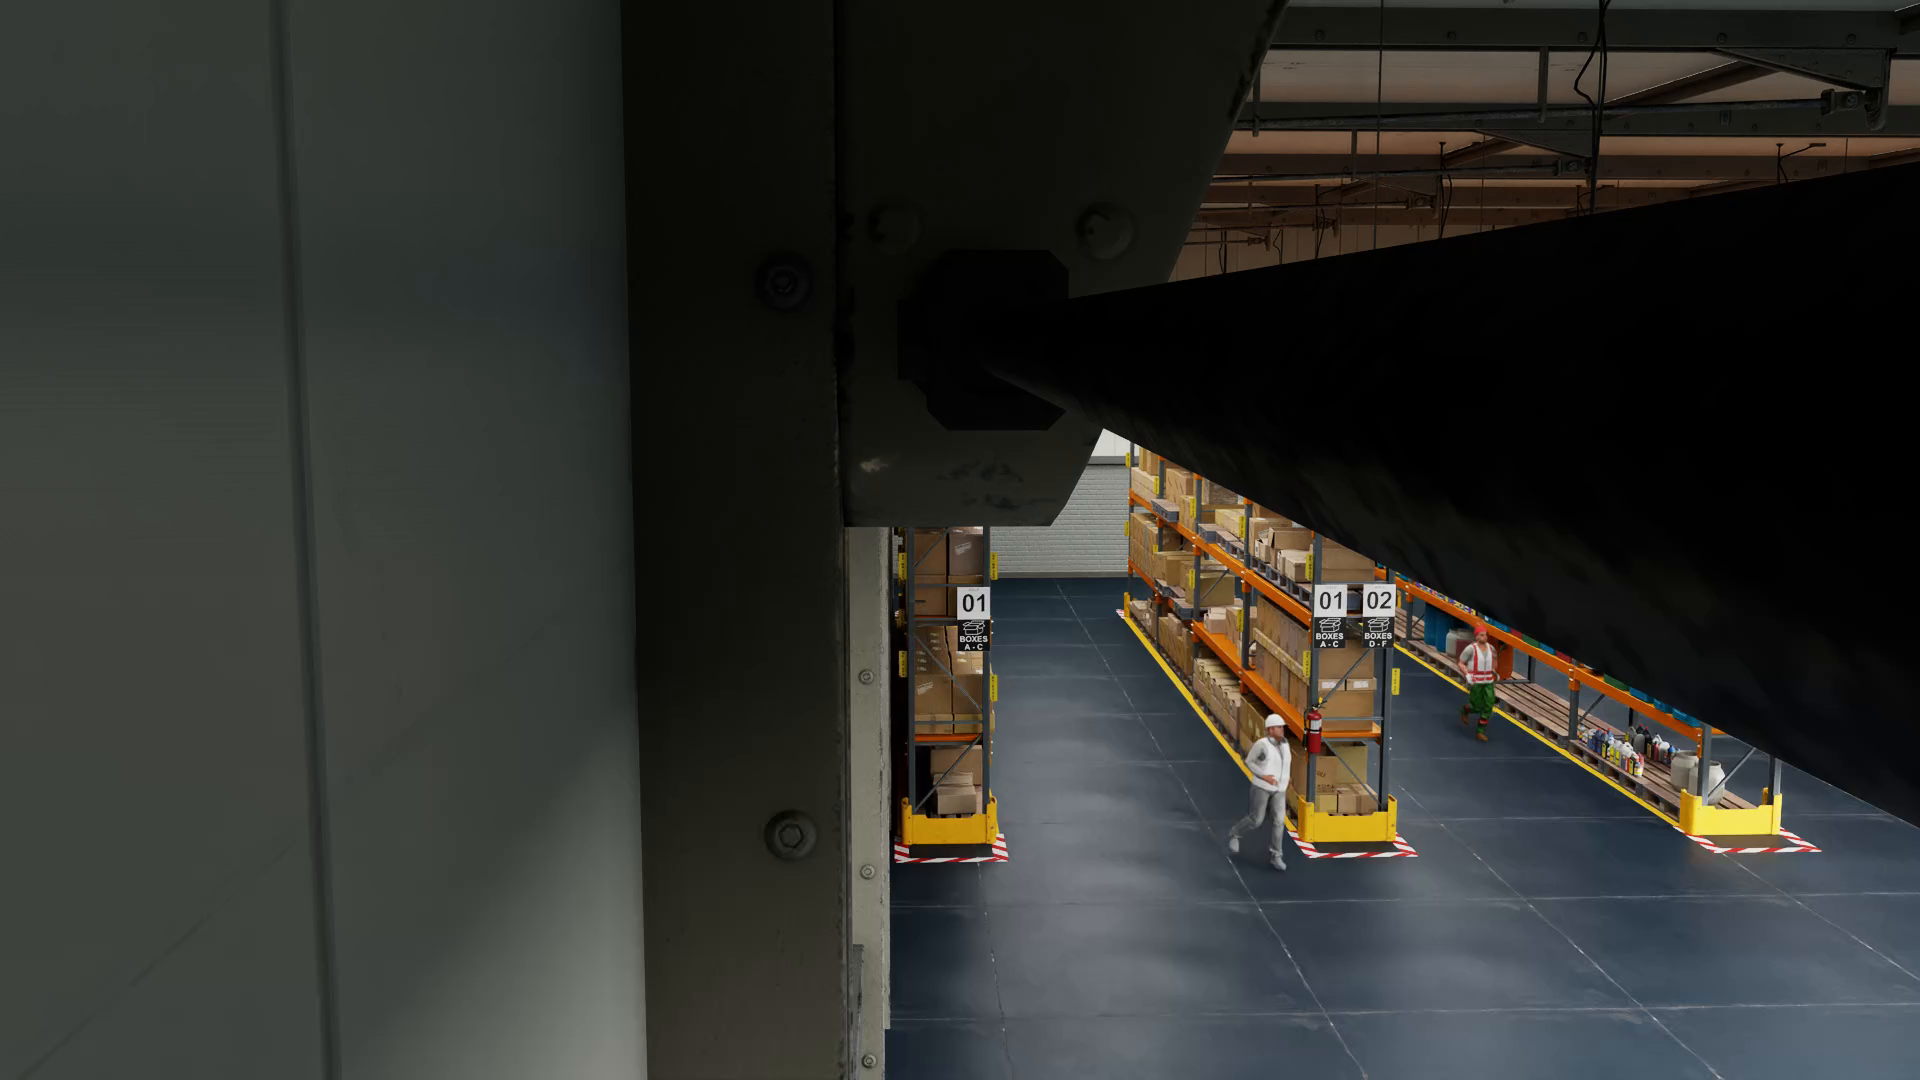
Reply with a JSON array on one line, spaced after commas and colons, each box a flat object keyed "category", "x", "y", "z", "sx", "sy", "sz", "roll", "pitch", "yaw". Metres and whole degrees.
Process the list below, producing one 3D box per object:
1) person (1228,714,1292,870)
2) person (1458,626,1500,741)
[{"category": "person", "x": 3.703, "y": 2.937, "z": 19.727, "sx": 0.723, "sy": 1.744, "sz": 0.957, "roll": -4, "pitch": 8, "yaw": -26}, {"category": "person", "x": 8.020, "y": 2.188, "z": 25.681, "sx": 0.656, "sy": 1.749, "sz": 0.704, "roll": -1, "pitch": 7, "yaw": -10}]
